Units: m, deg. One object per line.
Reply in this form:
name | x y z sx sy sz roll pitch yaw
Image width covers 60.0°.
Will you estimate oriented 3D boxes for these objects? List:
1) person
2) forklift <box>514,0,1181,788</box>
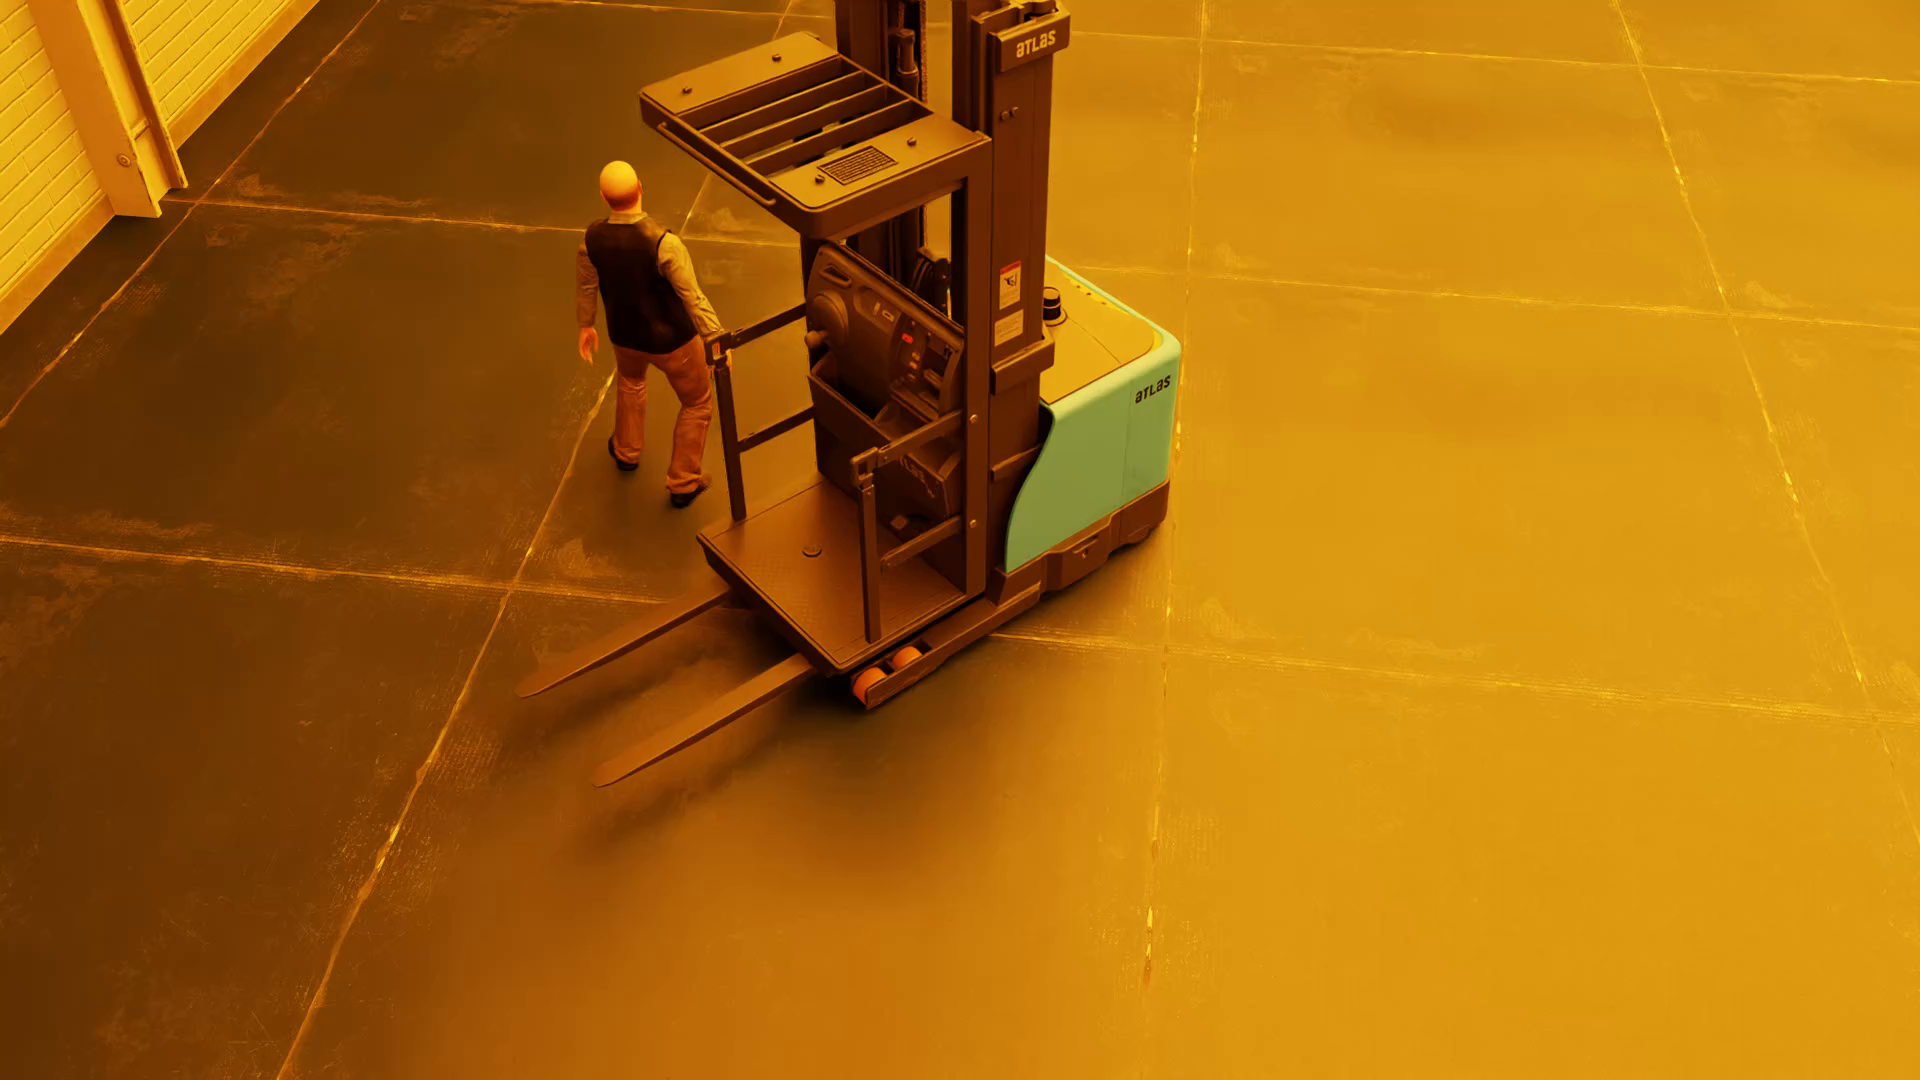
person | -1.418 -0.931 7.708 0.846 1.696 0.433 17 45 18
forklift | -0.472 -0.773 6.565 3.031 2.935 1.130 -29 50 -28
